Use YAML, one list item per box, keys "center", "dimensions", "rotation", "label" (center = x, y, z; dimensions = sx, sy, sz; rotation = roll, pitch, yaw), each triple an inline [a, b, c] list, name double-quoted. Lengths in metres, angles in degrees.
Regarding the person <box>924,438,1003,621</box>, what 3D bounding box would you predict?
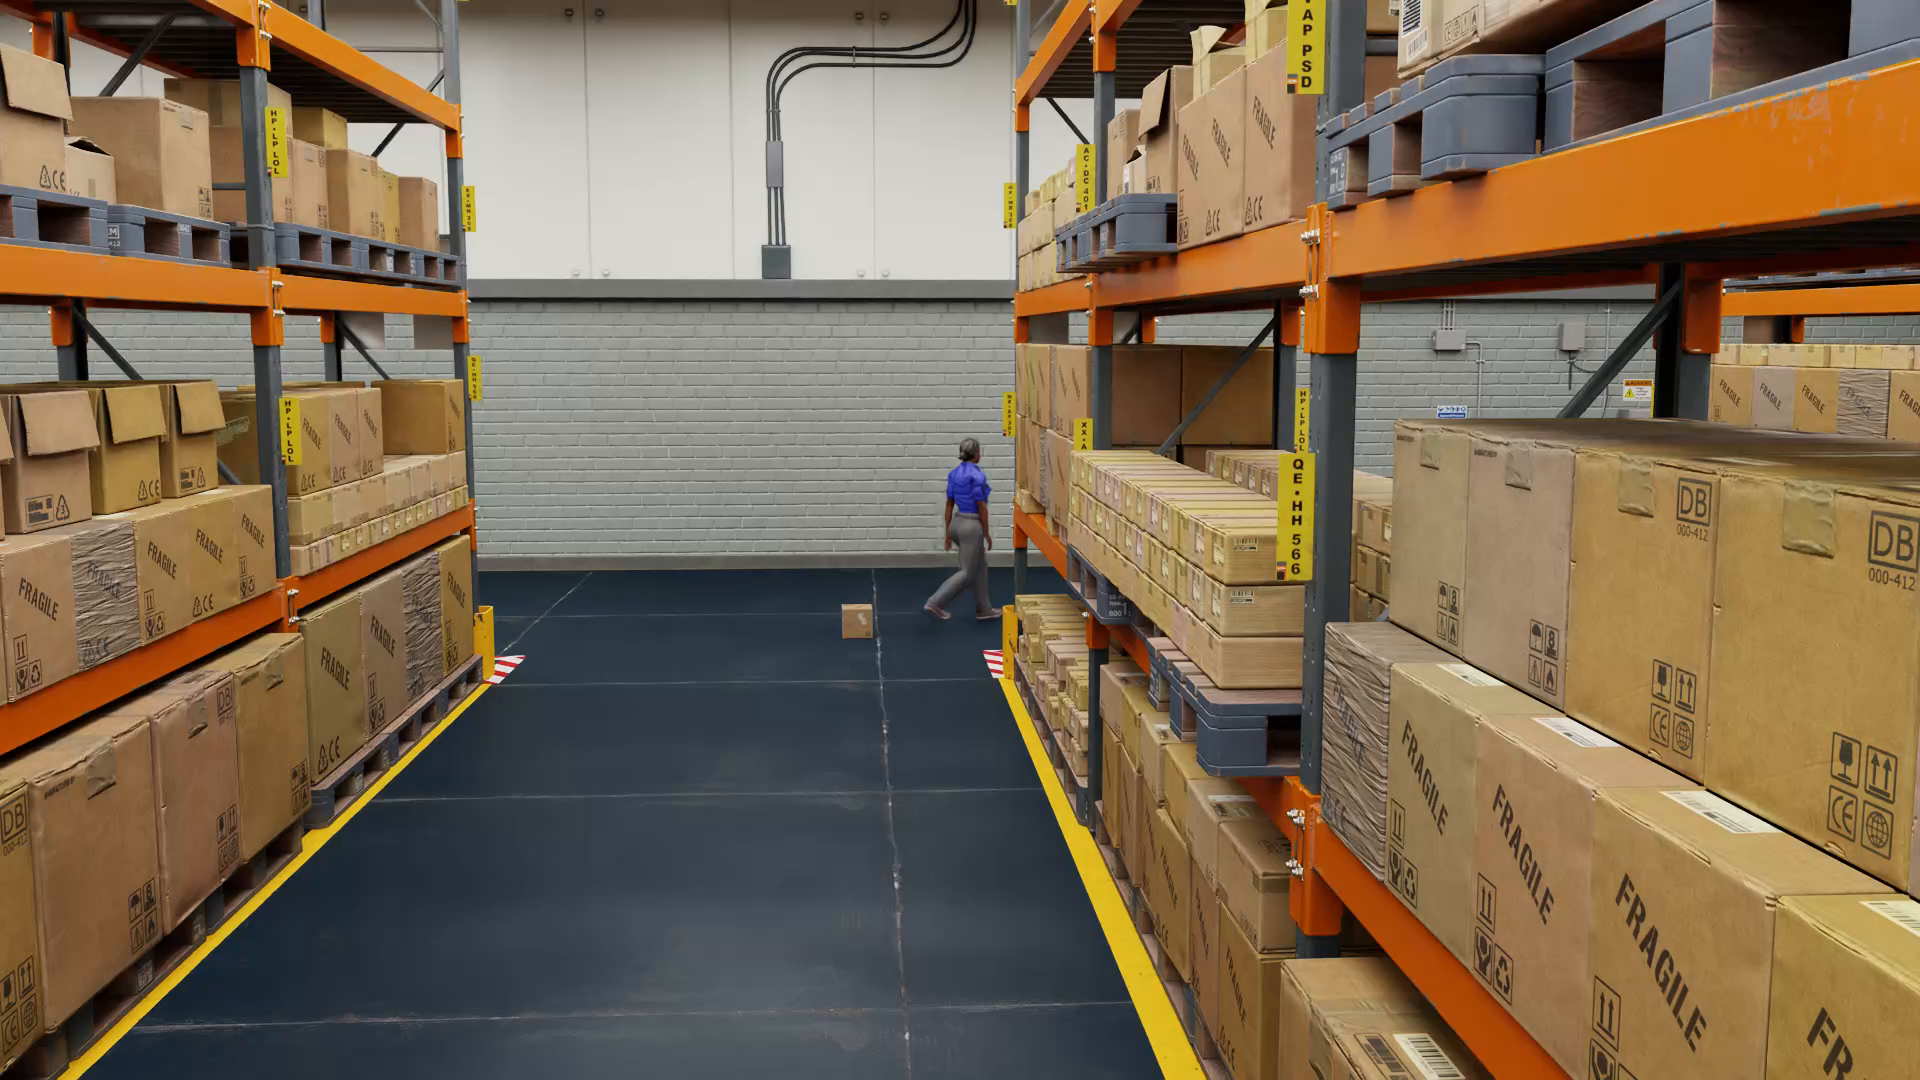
- center: [0.040, -0.077, 14.399]
  dimensions: [0.961, 1.610, 0.435]
  rotation: [-5, 9, -35]
  label: "person"
